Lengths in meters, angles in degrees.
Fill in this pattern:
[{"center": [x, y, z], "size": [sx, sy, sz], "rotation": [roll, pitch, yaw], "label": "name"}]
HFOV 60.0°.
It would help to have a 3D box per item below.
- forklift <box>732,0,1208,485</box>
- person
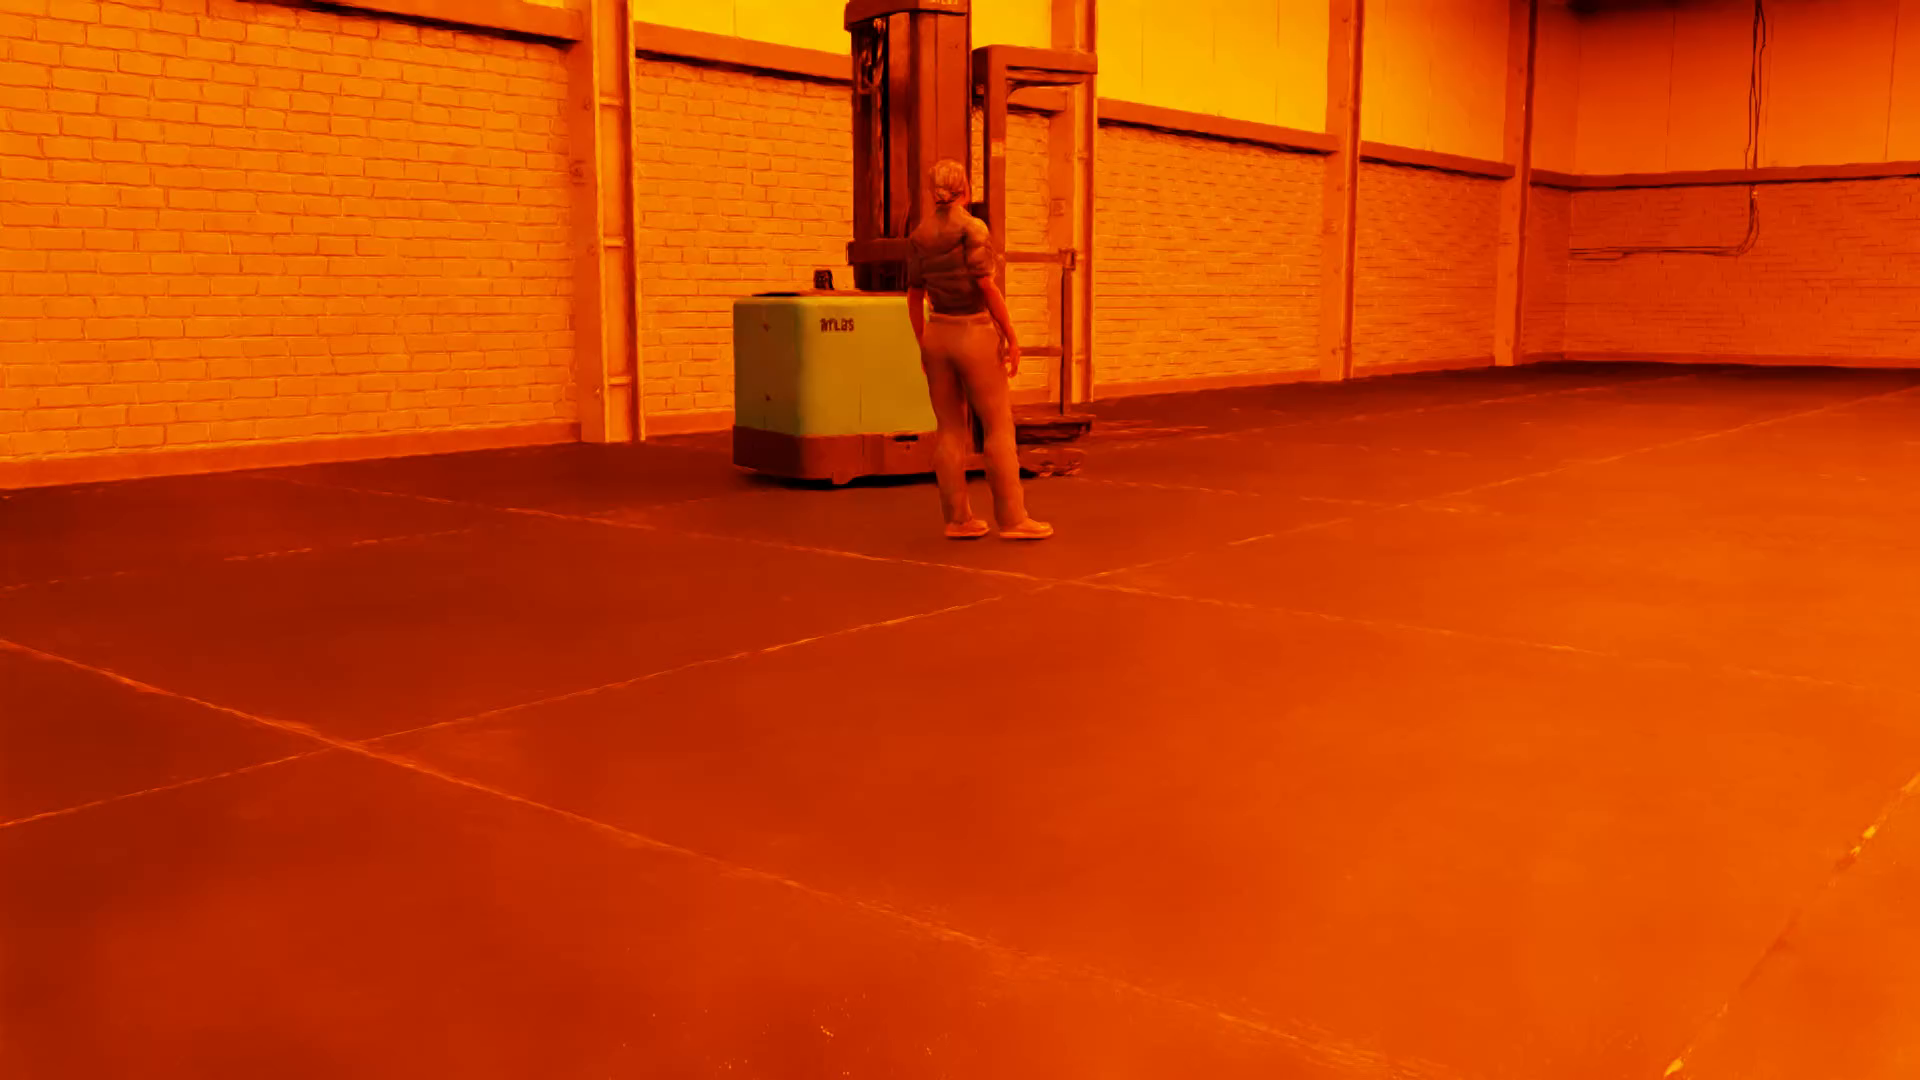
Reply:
[{"center": [0.159, -1.892, 10.211], "size": [3.031, 2.935, 1.130], "rotation": [-5, 10, -31], "label": "forklift"}, {"center": [0.070, -0.831, 7.340], "size": [0.570, 1.648, 0.503], "rotation": [7, 11, 38], "label": "person"}]
